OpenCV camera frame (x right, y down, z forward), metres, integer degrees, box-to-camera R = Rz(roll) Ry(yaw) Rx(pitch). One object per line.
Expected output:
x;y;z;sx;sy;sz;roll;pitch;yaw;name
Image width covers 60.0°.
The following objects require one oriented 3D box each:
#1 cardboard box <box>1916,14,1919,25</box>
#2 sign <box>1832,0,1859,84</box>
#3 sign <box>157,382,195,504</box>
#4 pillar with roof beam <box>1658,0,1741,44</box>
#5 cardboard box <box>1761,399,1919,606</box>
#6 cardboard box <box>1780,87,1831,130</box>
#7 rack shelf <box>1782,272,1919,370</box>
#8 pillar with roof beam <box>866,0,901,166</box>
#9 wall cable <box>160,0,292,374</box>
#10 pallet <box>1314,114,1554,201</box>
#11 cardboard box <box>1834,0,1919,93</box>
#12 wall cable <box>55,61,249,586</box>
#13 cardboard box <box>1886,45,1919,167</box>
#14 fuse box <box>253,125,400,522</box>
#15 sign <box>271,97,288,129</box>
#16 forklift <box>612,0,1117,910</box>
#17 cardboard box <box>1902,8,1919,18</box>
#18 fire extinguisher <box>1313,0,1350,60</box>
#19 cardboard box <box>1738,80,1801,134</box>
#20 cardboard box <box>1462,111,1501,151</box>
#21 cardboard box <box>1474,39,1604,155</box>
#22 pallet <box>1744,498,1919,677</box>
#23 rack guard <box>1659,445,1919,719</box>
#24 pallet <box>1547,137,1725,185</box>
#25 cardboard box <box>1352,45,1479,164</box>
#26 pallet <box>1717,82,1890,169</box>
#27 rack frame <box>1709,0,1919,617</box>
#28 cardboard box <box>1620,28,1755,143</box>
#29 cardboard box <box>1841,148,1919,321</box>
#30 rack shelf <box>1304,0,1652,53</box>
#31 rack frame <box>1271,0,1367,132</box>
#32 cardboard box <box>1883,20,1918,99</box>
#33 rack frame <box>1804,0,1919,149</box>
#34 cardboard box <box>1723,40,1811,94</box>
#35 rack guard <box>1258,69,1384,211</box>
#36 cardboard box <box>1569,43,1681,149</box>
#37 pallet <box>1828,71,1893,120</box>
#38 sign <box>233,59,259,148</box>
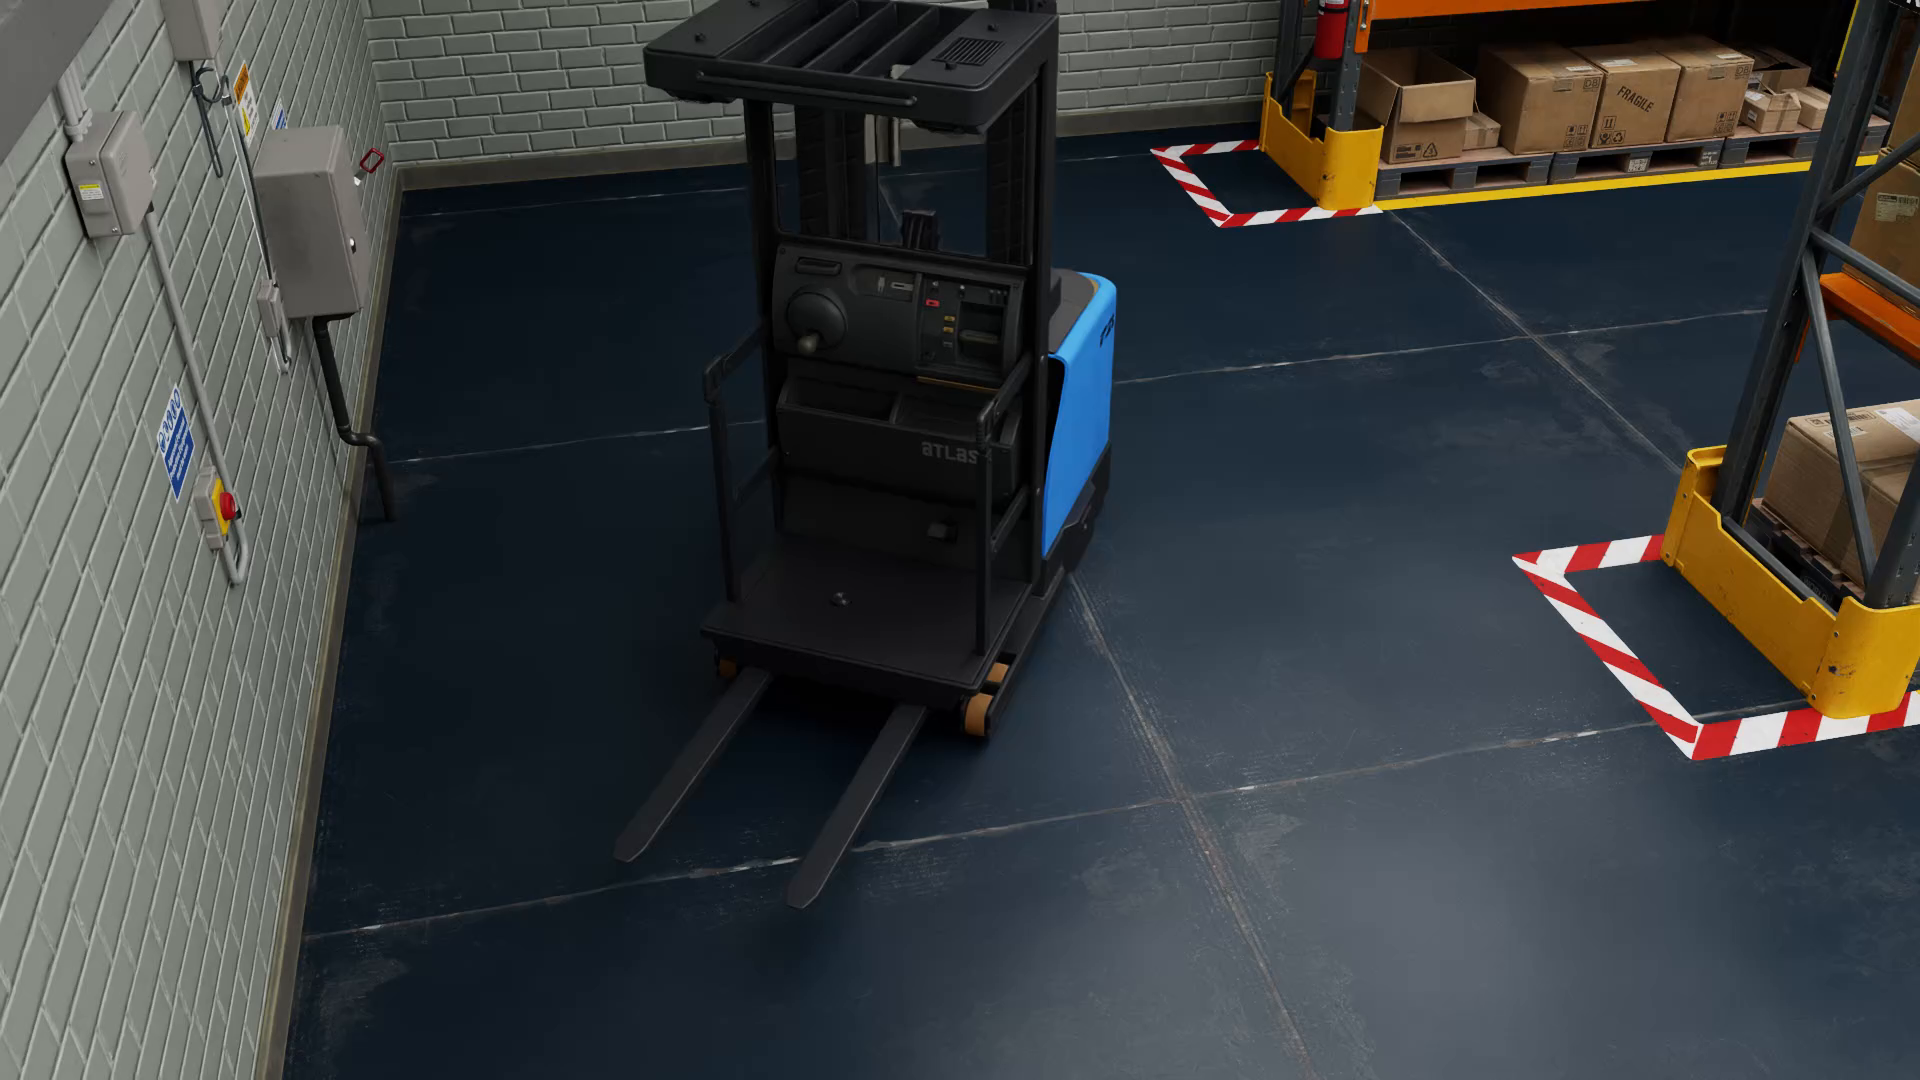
6.526;-3.400;10.910;0.250;0.149;0.380;-6;34;-8;cardboard box
3.208;-1.782;5.962;0.005;0.325;0.100;-7;35;-11;sign
-2.229;-0.279;4.731;0.001;0.218;0.327;-7;35;-11;sign
6.189;-4.651;6.105;0.400;9.000;9.100;-7;35;-11;pillar with roof beam
3.936;-0.152;6.707;0.875;0.438;0.875;-8;35;-12;cardboard box
5.639;-2.858;10.998;0.250;0.149;0.380;-8;35;-12;cardboard box
5.265;-0.853;6.475;4.000;0.370;1.077;-7;35;-11;rack shelf
0.337;-3.913;5.006;0.400;9.000;9.100;-7;35;-11;pillar with roof beam
-2.504;-1.392;5.720;0.122;1.984;0.588;-7;35;-11;wall cable
3.067;-2.553;10.866;1.213;0.211;1.003;-7;35;-11;pallet
6.531;-3.453;11.570;0.500;0.500;0.500;-7;35;-11;cardboard box
-2.180;-0.635;4.565;0.123;1.953;0.585;-7;35;-11;wall cable
3.732;-1.552;5.883;0.500;0.500;0.500;-6;34;-9;cardboard box
-2.501;-0.825;6.944;0.414;1.711;0.539;-7;35;-11;fuse box
-2.812;-1.564;6.973;0.001;0.494;0.329;-7;35;-11;sign
-0.298;-0.746;5.731;1.130;2.935;3.031;11;35;16;forklift
6.413;-3.703;11.360;0.250;0.149;0.380;-9;35;-12;cardboard box
2.174;-3.147;9.652;0.183;0.674;0.296;-7;35;-11;fire extinguisher
5.290;-2.862;10.900;0.258;0.266;0.396;-6;34;-9;cardboard box
3.256;-2.649;10.687;0.250;0.149;0.380;-9;35;-12;cardboard box
3.676;-2.848;10.668;0.500;0.500;0.700;-6;34;-9;cardboard box
4.077;0.111;6.895;1.213;0.211;1.003;-7;35;-11;pallet
3.291;0.135;6.601;0.348;0.500;1.175;-7;35;-11;rack guard
4.255;-2.701;11.086;1.213;0.211;1.003;-7;35;-11;pallet
2.833;-2.765;10.542;0.637;0.503;0.797;-9;35;-12;cardboard box
5.447;-2.853;11.313;1.213;0.211;1.003;-7;35;-11;pallet
3.314;-0.906;5.908;0.127;3.000;1.000;-7;35;-11;rack frame
4.688;-2.975;10.858;0.500;0.500;0.700;-8;35;-12;cardboard box
3.727;-1.151;6.183;0.500;0.500;0.500;-7;34;-10;cardboard box
4.167;-3.551;10.495;4.000;0.370;1.077;-7;35;-11;rack shelf
2.216;-3.603;9.928;0.127;3.000;1.000;-7;35;-11;rack frame
6.639;-3.169;11.147;0.500;0.500;0.500;-6;34;-8;cardboard box
6.117;-4.095;10.661;0.127;3.000;1.000;-7;35;-11;rack frame
5.421;-3.200;11.363;0.500;0.311;0.500;-6;34;-9;cardboard box
2.290;-2.575;10.638;0.348;0.500;1.175;-7;35;-11;rack guard
4.213;-2.858;10.684;0.500;0.500;0.500;-7;34;-10;cardboard box
6.902;-3.058;11.617;1.213;0.211;1.003;-7;35;-11;pallet
-2.691;-1.647;6.272;0.001;0.242;0.339;-7;35;-11;sign
